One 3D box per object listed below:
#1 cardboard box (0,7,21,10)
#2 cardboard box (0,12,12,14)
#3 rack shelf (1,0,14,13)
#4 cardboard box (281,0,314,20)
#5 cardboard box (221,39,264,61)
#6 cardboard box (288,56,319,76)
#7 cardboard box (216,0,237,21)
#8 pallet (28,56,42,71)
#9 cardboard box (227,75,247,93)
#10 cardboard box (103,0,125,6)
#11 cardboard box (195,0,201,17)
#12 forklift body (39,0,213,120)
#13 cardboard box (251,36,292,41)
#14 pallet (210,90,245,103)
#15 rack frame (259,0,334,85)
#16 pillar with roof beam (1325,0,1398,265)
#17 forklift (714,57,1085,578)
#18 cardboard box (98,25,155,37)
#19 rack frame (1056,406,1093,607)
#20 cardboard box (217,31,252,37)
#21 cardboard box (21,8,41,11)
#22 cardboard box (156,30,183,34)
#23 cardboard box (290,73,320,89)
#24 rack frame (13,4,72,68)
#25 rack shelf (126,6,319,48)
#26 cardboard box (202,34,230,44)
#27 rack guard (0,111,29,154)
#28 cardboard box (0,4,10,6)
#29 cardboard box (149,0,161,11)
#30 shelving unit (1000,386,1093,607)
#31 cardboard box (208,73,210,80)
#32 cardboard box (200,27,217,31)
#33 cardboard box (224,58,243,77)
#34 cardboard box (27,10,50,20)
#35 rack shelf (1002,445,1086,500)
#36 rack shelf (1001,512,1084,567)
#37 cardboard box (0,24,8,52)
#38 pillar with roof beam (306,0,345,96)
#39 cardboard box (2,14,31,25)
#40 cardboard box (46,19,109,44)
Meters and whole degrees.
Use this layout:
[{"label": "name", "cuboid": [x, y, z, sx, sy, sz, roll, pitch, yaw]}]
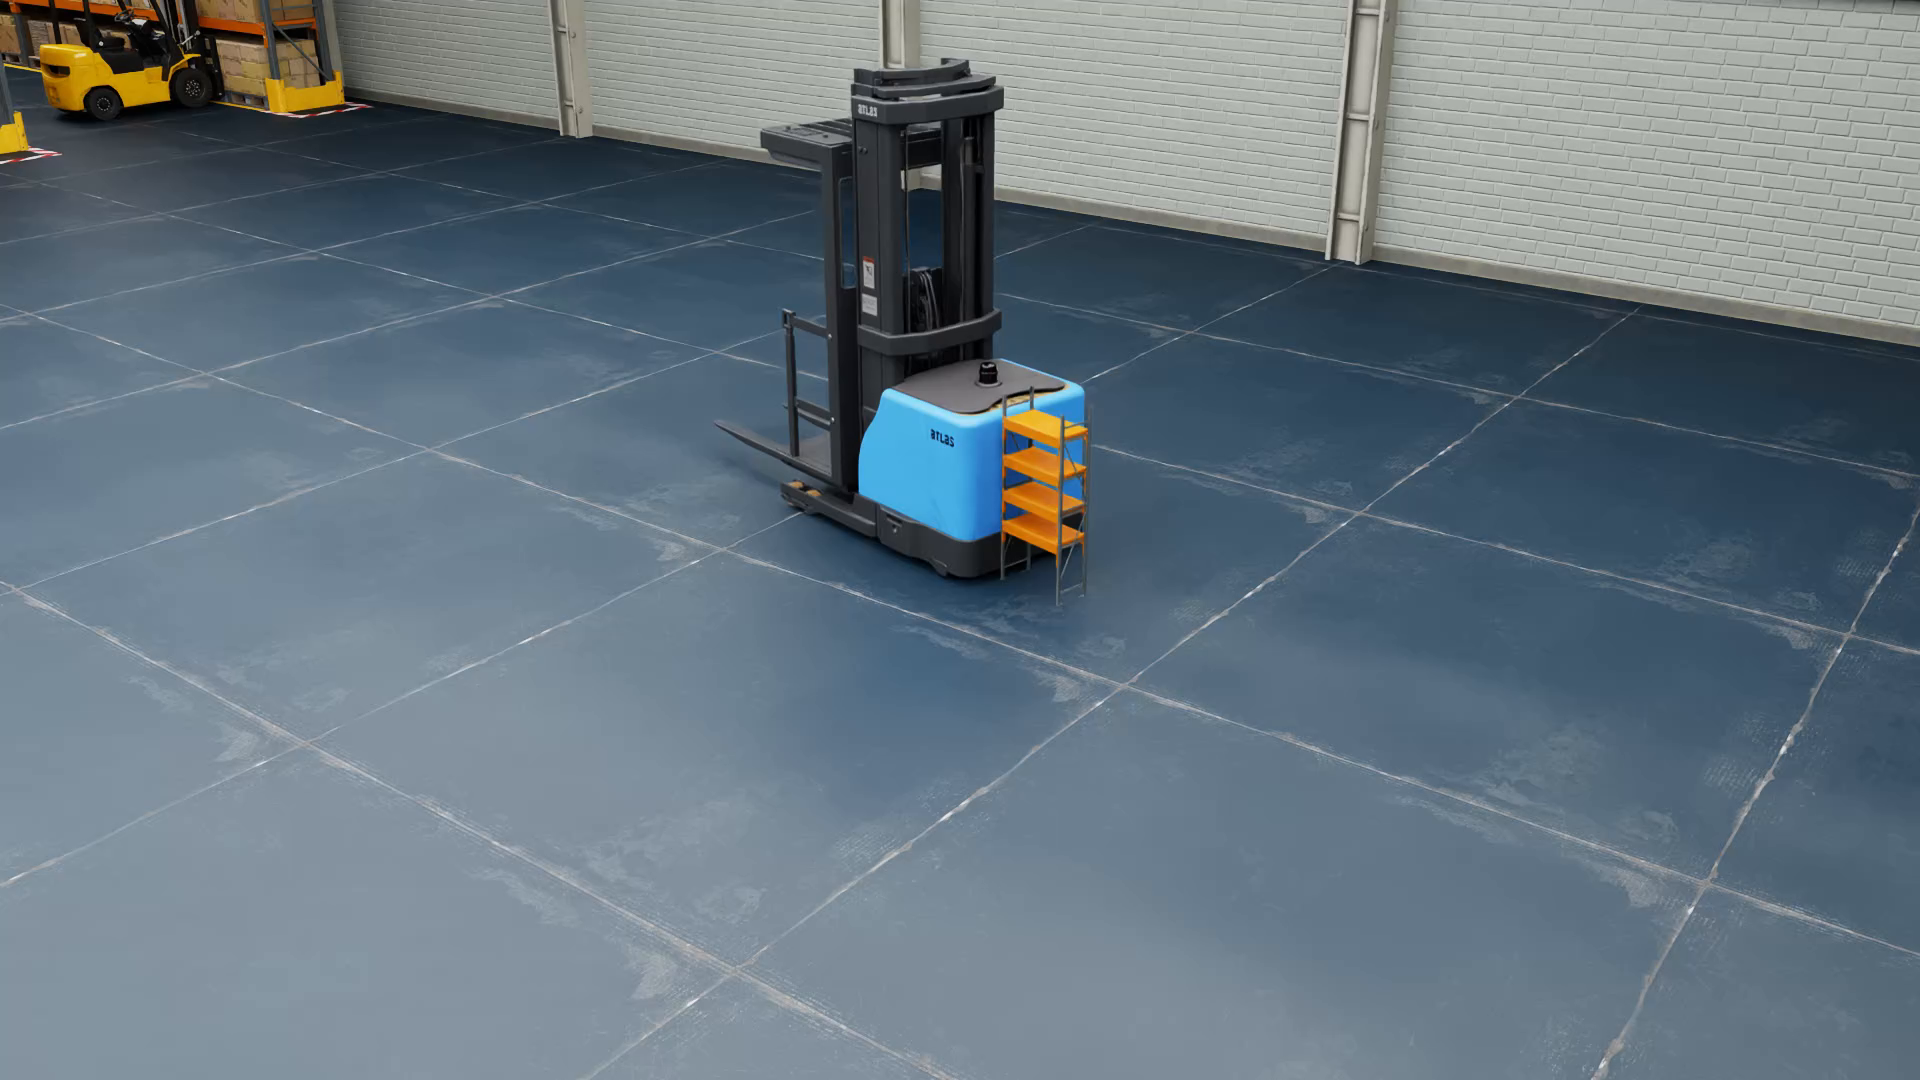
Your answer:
[{"label": "cardboard box", "cuboid": [-18.013, -10.015, 31.534, 0.250, 0.149, 0.380, 17, 29, 34]}, {"label": "cardboard box", "cuboid": [-17.684, -9.664, 30.739, 0.250, 0.149, 0.380, 16, 28, 32]}, {"label": "rack shelf", "cuboid": [-18.316, -10.302, 31.303, 4.000, 0.370, 1.077, 17, 29, 33]}, {"label": "cardboard box", "cuboid": [-10.544, -8.468, 26.125, 0.500, 0.500, 0.500, 18, 29, 35]}, {"label": "cardboard box", "cuboid": [-11.282, -7.737, 26.238, 0.500, 0.250, 0.500, 17, 29, 34]}, {"label": "cardboard box", "cuboid": [-10.566, -7.556, 26.449, 0.500, 0.250, 0.500, 17, 29, 34]}, {"label": "cardboard box", "cuboid": [-11.275, -8.421, 26.019, 0.500, 0.500, 0.500, 18, 29, 35]}, {"label": "pallet", "cuboid": [-16.080, -8.660, 30.142, 1.213, 0.211, 1.003, 17, 29, 33]}, {"label": "cardboard box", "cuboid": [-11.272, -7.282, 26.446, 0.500, 0.250, 0.500, 17, 29, 33]}, {"label": "cardboard box", "cuboid": [-14.075, -9.149, 27.981, 0.500, 0.250, 0.500, 18, 29, 34]}, {"label": "cardboard box", "cuboid": [-12.094, -8.663, 26.568, 0.500, 0.500, 0.500, 17, 29, 34]}, {"label": "forklift body", "cuboid": [-12.925, -7.694, 25.546, 1.214, 2.155, 2.313, 17, 29, 33]}, {"label": "cardboard box", "cuboid": [-10.987, -7.901, 26.612, 0.500, 0.250, 0.500, 17, 29, 33]}, {"label": "pallet", "cuboid": [-11.923, -7.404, 27.291, 1.213, 0.211, 1.003, 17, 29, 33]}, {"label": "rack frame", "cuboid": [-10.314, -8.213, 25.670, 0.127, 3.000, 1.000, 17, 29, 33]}, {"label": "pillar with roof beam", "cuboid": [1.491, -5.676, 12.471, 0.400, 9.000, 9.100, 17, 29, 33]}, {"label": "forklift", "cuboid": [-0.559, -1.629, 10.812, 1.130, 2.935, 3.031, -19, 30, -37]}, {"label": "cardboard box", "cuboid": [-14.555, -8.598, 28.969, 0.625, 0.625, 0.875, 16, 29, 33]}, {"label": "rack frame", "cuboid": [0.663, -0.184, 9.679, 0.240, 1.200, 0.015, -19, 30, -37]}, {"label": "cardboard box", "cuboid": [-11.787, -8.152, 27.181, 0.500, 0.250, 0.500, 16, 28, 32]}, {"label": "cardboard box", "cuboid": [-17.551, -9.922, 31.324, 0.250, 0.149, 0.380, 15, 28, 31]}, {"label": "cardboard box", "cuboid": [-12.913, -8.227, 27.350, 0.500, 0.250, 0.500, 17, 29, 33]}, {"label": "cardboard box", "cuboid": [-10.590, -7.329, 26.552, 0.500, 0.250, 0.500, 17, 29, 34]}, {"label": "rack frame", "cuboid": [-16.715, -10.147, 30.061, 0.127, 3.000, 1.000, 17, 29, 33]}, {"label": "rack shelf", "cuboid": [-11.914, -8.367, 26.913, 4.000, 0.370, 1.077, 17, 29, 33]}, {"label": "cardboard box", "cuboid": [-12.092, -7.980, 26.792, 0.500, 0.250, 0.500, 16, 28, 32]}, {"label": "rack guard", "cuboid": [-13.349, -5.485, 22.579, 0.348, 0.500, 1.175, 17, 29, 33]}, {"label": "cardboard box", "cuboid": [-18.387, -10.165, 31.874, 0.250, 0.149, 0.380, 17, 29, 34]}, {"label": "cardboard box", "cuboid": [-12.889, -8.914, 27.137, 0.500, 0.500, 0.500, 17, 29, 34]}, {"label": "shelving unit", "cuboid": [0.503, -0.258, 9.848, 0.258, 1.200, 0.503, -19, 30, -37]}, {"label": "cardboard box", "cuboid": [-12.096, -7.524, 26.996, 0.500, 0.250, 0.500, 18, 29, 35]}, {"label": "cardboard box", "cuboid": [-12.590, -8.397, 27.738, 0.500, 0.250, 0.500, 16, 29, 33]}, {"label": "cardboard box", "cuboid": [-11.286, -7.517, 26.360, 0.500, 0.250, 0.500, 16, 29, 33]}, {"label": "cardboard box", "cuboid": [-17.142, -9.792, 31.029, 0.250, 0.149, 0.380, 18, 29, 35]}, {"label": "rack shelf", "cuboid": [0.503, -0.401, 9.785, 0.258, 0.148, 0.480, -19, 30, -37]}, {"label": "rack shelf", "cuboid": [0.503, -0.015, 9.955, 0.258, 0.148, 0.480, -19, 30, -37]}, {"label": "cardboard box", "cuboid": [-17.577, -9.353, 30.837, 0.500, 0.500, 0.500, 16, 29, 33]}, {"label": "pillar with roof beam", "cuboid": [-12.912, -10.028, 22.350, 0.400, 9.000, 9.100, 17, 29, 33]}, {"label": "cardboard box", "cuboid": [-17.262, -9.530, 30.435, 0.250, 0.149, 0.380, 15, 28, 31]}, {"label": "cardboard box", "cuboid": [-15.697, -8.942, 29.750, 0.625, 0.625, 0.875, 18, 29, 35]}]
